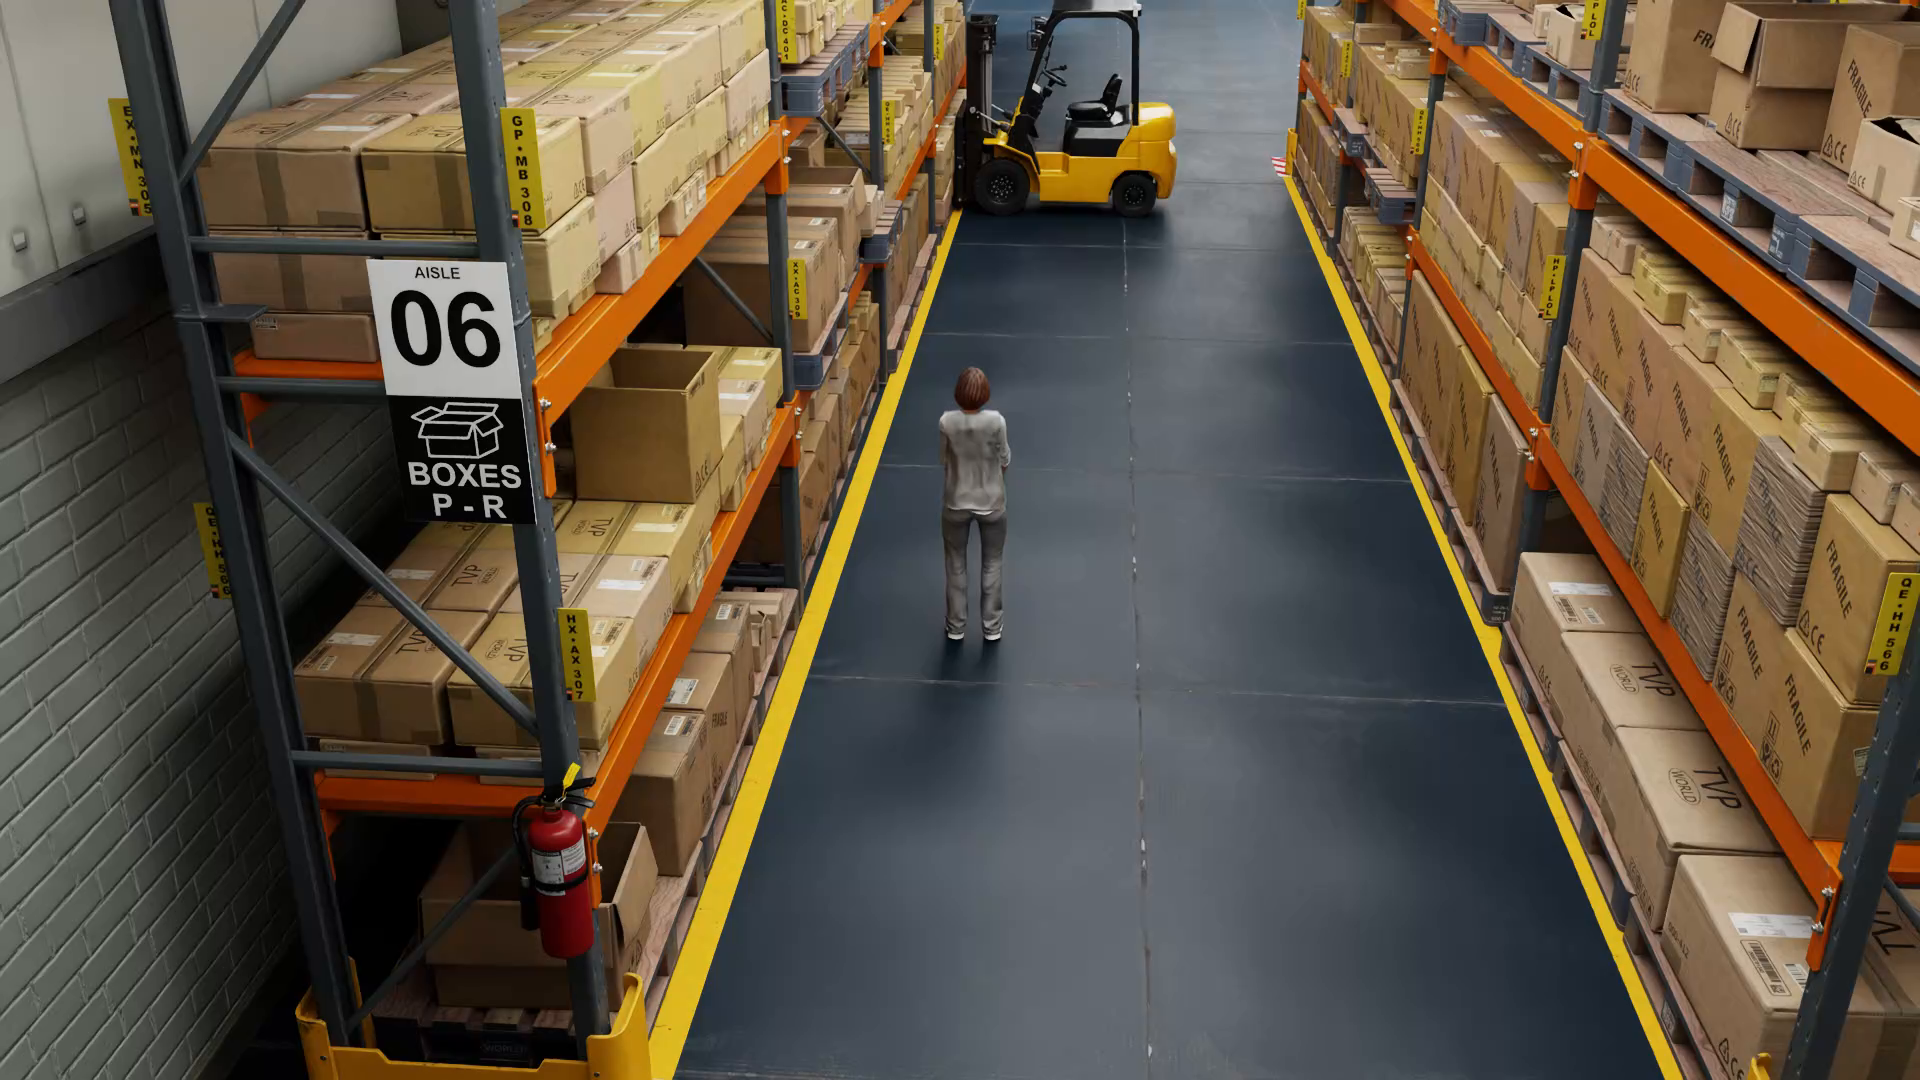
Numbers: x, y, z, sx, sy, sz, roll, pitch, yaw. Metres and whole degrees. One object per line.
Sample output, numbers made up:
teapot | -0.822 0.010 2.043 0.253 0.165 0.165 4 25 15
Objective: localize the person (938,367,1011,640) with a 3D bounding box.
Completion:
person | 0.078 -0.225 9.108 0.397 1.597 0.496 1 25 2
